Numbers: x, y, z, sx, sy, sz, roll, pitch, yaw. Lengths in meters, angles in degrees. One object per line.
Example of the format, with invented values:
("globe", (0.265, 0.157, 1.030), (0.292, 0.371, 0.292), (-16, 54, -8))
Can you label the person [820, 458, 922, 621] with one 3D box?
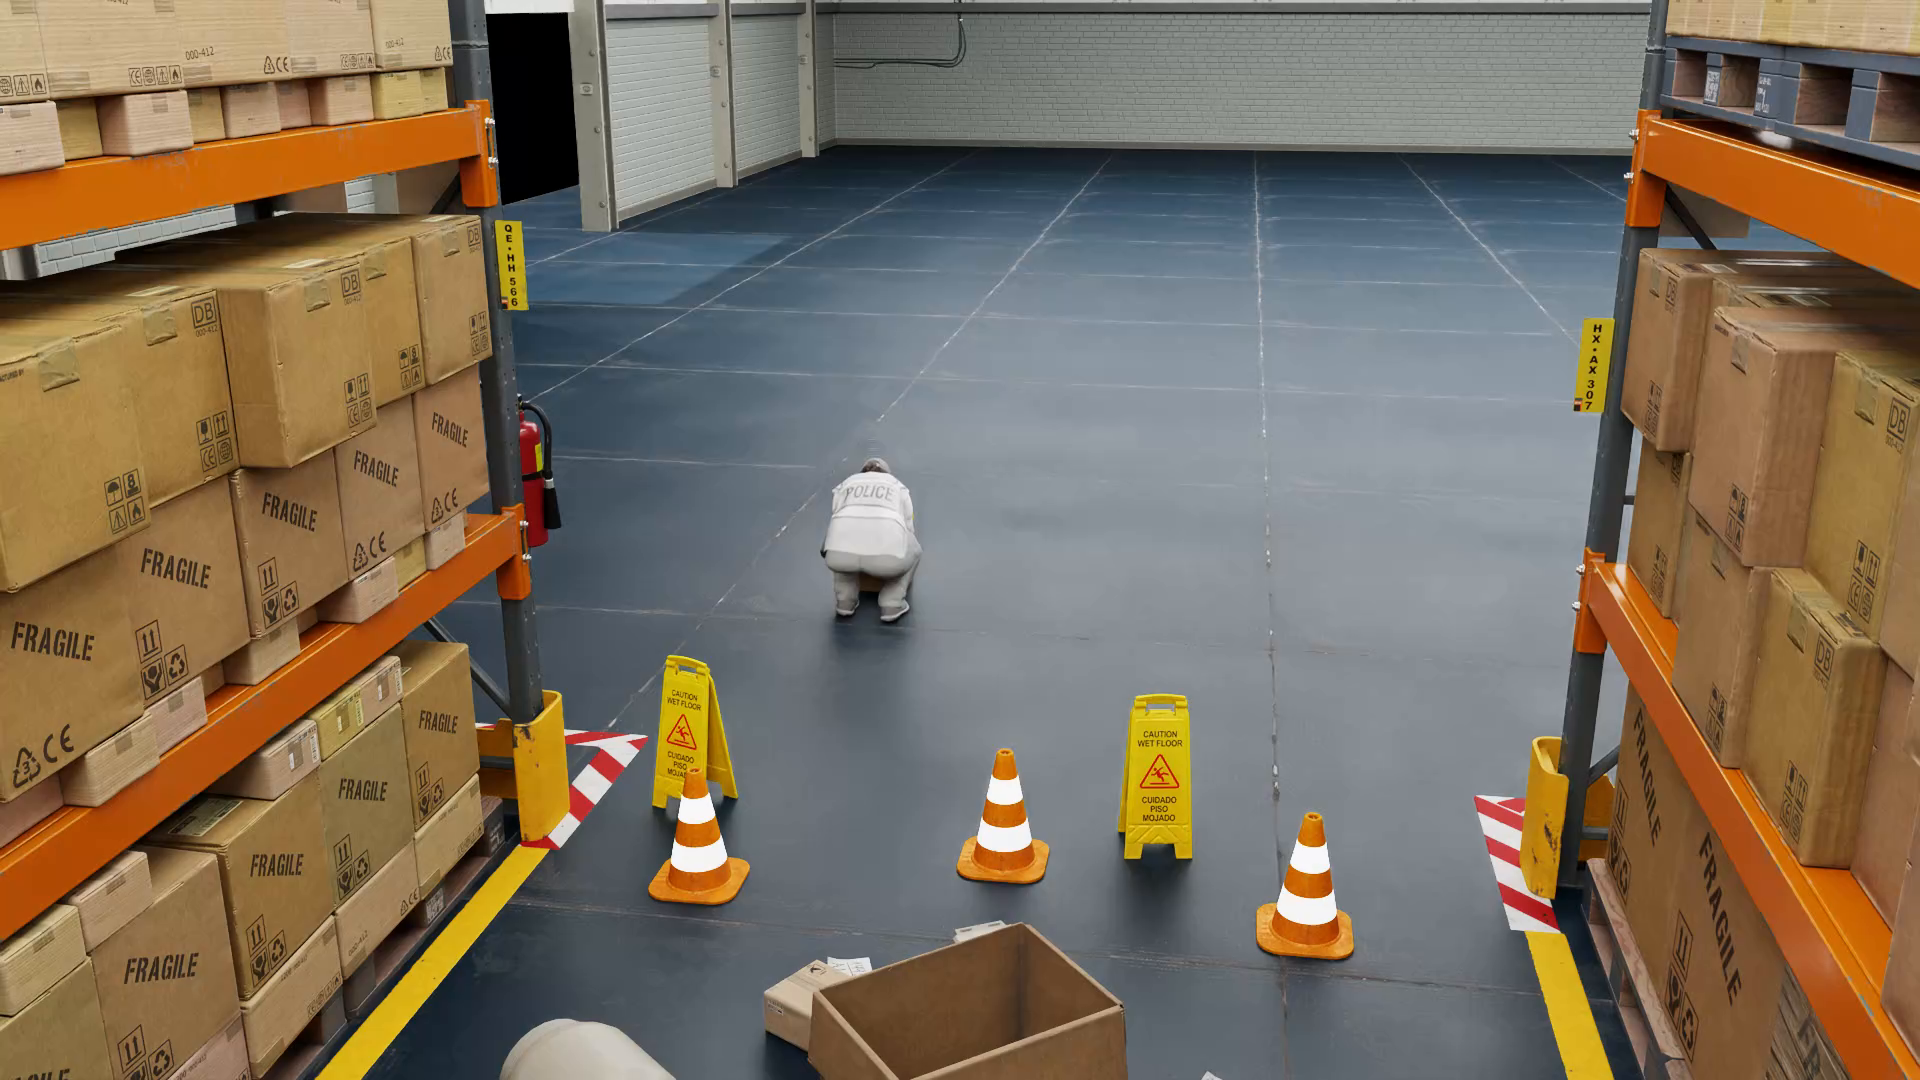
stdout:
("person", (-0.478, 0.029, 9.065), (0.499, 0.806, 0.879), (3, 18, 8))
